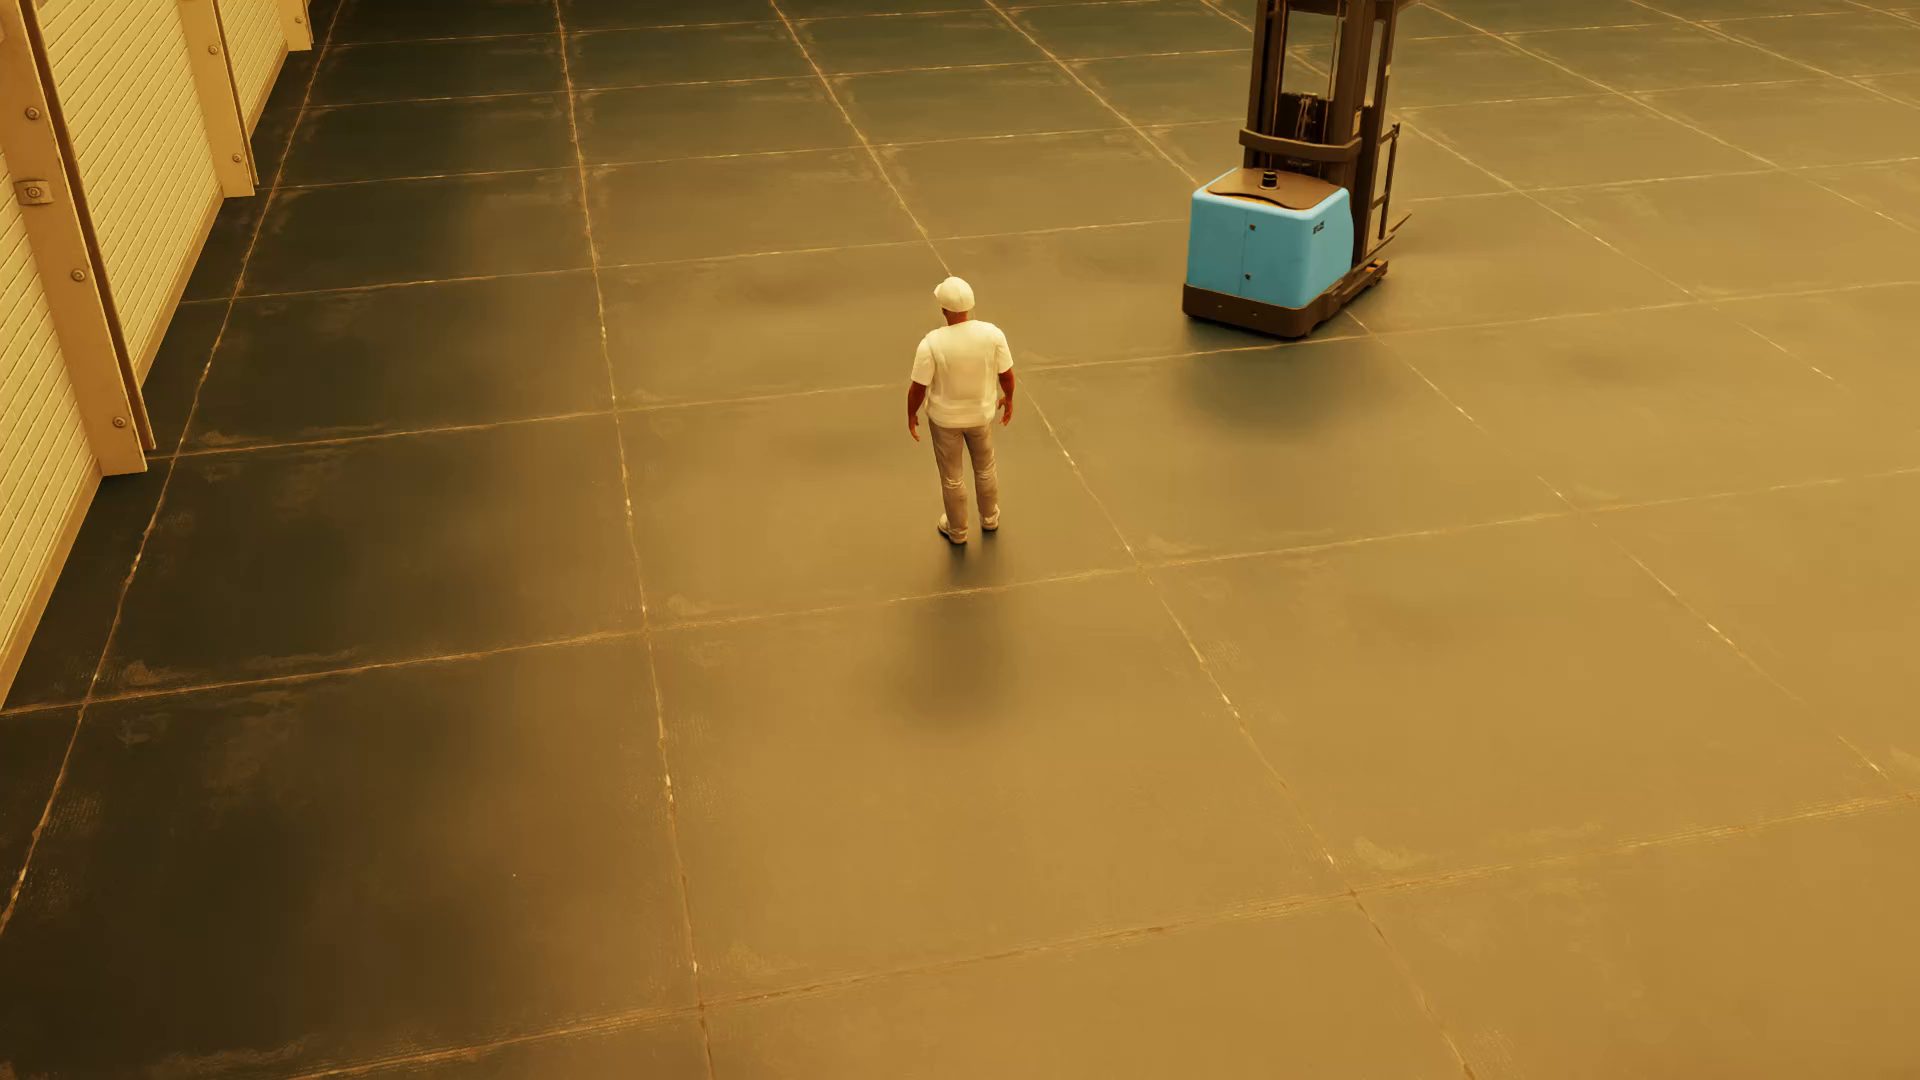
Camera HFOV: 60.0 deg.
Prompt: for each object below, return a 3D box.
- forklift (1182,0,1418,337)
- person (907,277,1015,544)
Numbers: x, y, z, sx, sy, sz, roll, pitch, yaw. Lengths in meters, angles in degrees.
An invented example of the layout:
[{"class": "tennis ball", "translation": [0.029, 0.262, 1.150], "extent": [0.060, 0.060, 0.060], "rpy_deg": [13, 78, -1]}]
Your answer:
[{"class": "forklift", "translation": [3.048, -3.561, 13.726], "extent": [1.130, 2.935, 3.031], "rpy_deg": [18, 35, 28]}, {"class": "person", "translation": [-0.011, -0.806, 10.114], "extent": [0.665, 1.768, 0.575], "rpy_deg": [-7, 31, -12]}]
